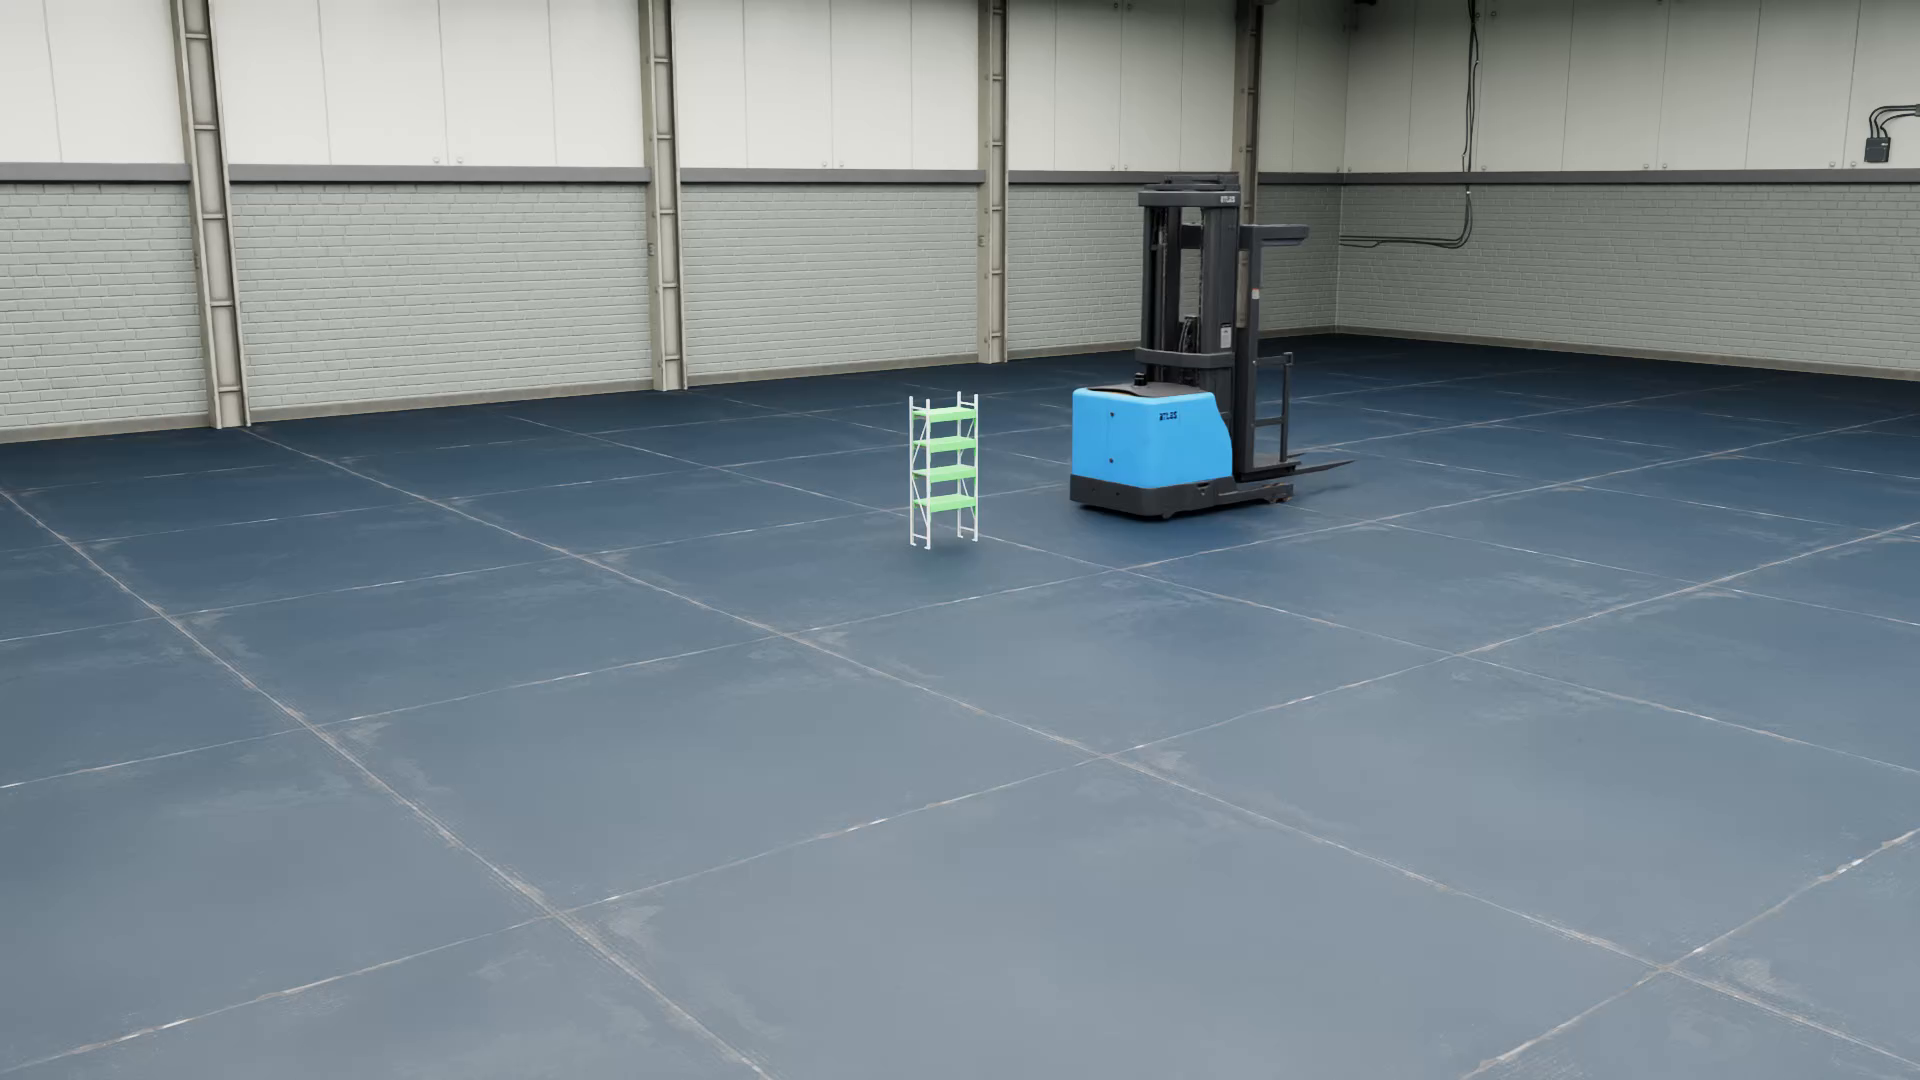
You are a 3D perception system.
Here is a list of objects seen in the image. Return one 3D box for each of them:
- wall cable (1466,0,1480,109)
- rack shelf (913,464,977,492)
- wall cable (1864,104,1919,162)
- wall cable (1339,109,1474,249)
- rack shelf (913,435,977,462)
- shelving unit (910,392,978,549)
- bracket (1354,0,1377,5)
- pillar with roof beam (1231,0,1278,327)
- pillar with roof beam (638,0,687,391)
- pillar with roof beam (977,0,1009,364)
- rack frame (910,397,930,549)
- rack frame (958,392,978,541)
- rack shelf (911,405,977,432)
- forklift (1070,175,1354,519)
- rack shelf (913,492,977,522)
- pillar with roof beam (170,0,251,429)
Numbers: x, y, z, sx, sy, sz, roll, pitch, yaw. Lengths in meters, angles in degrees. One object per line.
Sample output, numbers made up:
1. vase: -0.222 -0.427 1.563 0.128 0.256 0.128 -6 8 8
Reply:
1. wall cable: 10.036 -8.801 28.729 0.112 2.526 3.097 -9 15 -38
2. rack shelf: -0.129 -0.503 13.416 0.480 0.148 0.258 -9 15 -38
3. wall cable: 14.264 -8.410 23.383 0.169 6.003 2.305 -9 15 -38
4. wall cable: 8.346 -6.770 31.320 0.112 2.526 3.097 -9 15 -38
5. rack shelf: -0.129 -0.738 13.366 0.480 0.148 0.258 -9 15 -38
6. shelving unit: -0.129 -0.565 13.403 0.503 1.200 0.258 -9 15 -38
7. bracket: 7.616 -10.185 31.264 0.430 0.232 0.235 -9 15 -38
8. pillar with roof beam: 7.908 -7.422 26.919 0.548 9.000 9.100 -9 15 -38
9. pillar with roof beam: -1.462 -5.865 19.586 0.400 9.000 9.100 -9 15 -38
10. pillar with roof beam: 3.223 -6.644 23.253 0.400 9.000 9.100 -9 15 -38
11. rack frame: -0.320 -0.534 13.254 0.015 1.200 0.240 -9 15 -38
12. rack frame: 0.061 -0.597 13.552 0.015 1.200 0.240 -9 15 -38
13. rack shelf: -0.129 -0.972 13.317 0.480 0.148 0.258 -9 15 -38
14. forklift: 2.452 -1.844 15.254 3.031 2.935 1.130 -10 15 -38
15. rack shelf: -0.129 -0.268 13.466 0.480 0.148 0.258 -9 15 -38
16. pillar with roof beam: -6.147 -5.087 15.920 0.400 9.000 9.100 -9 15 -38
